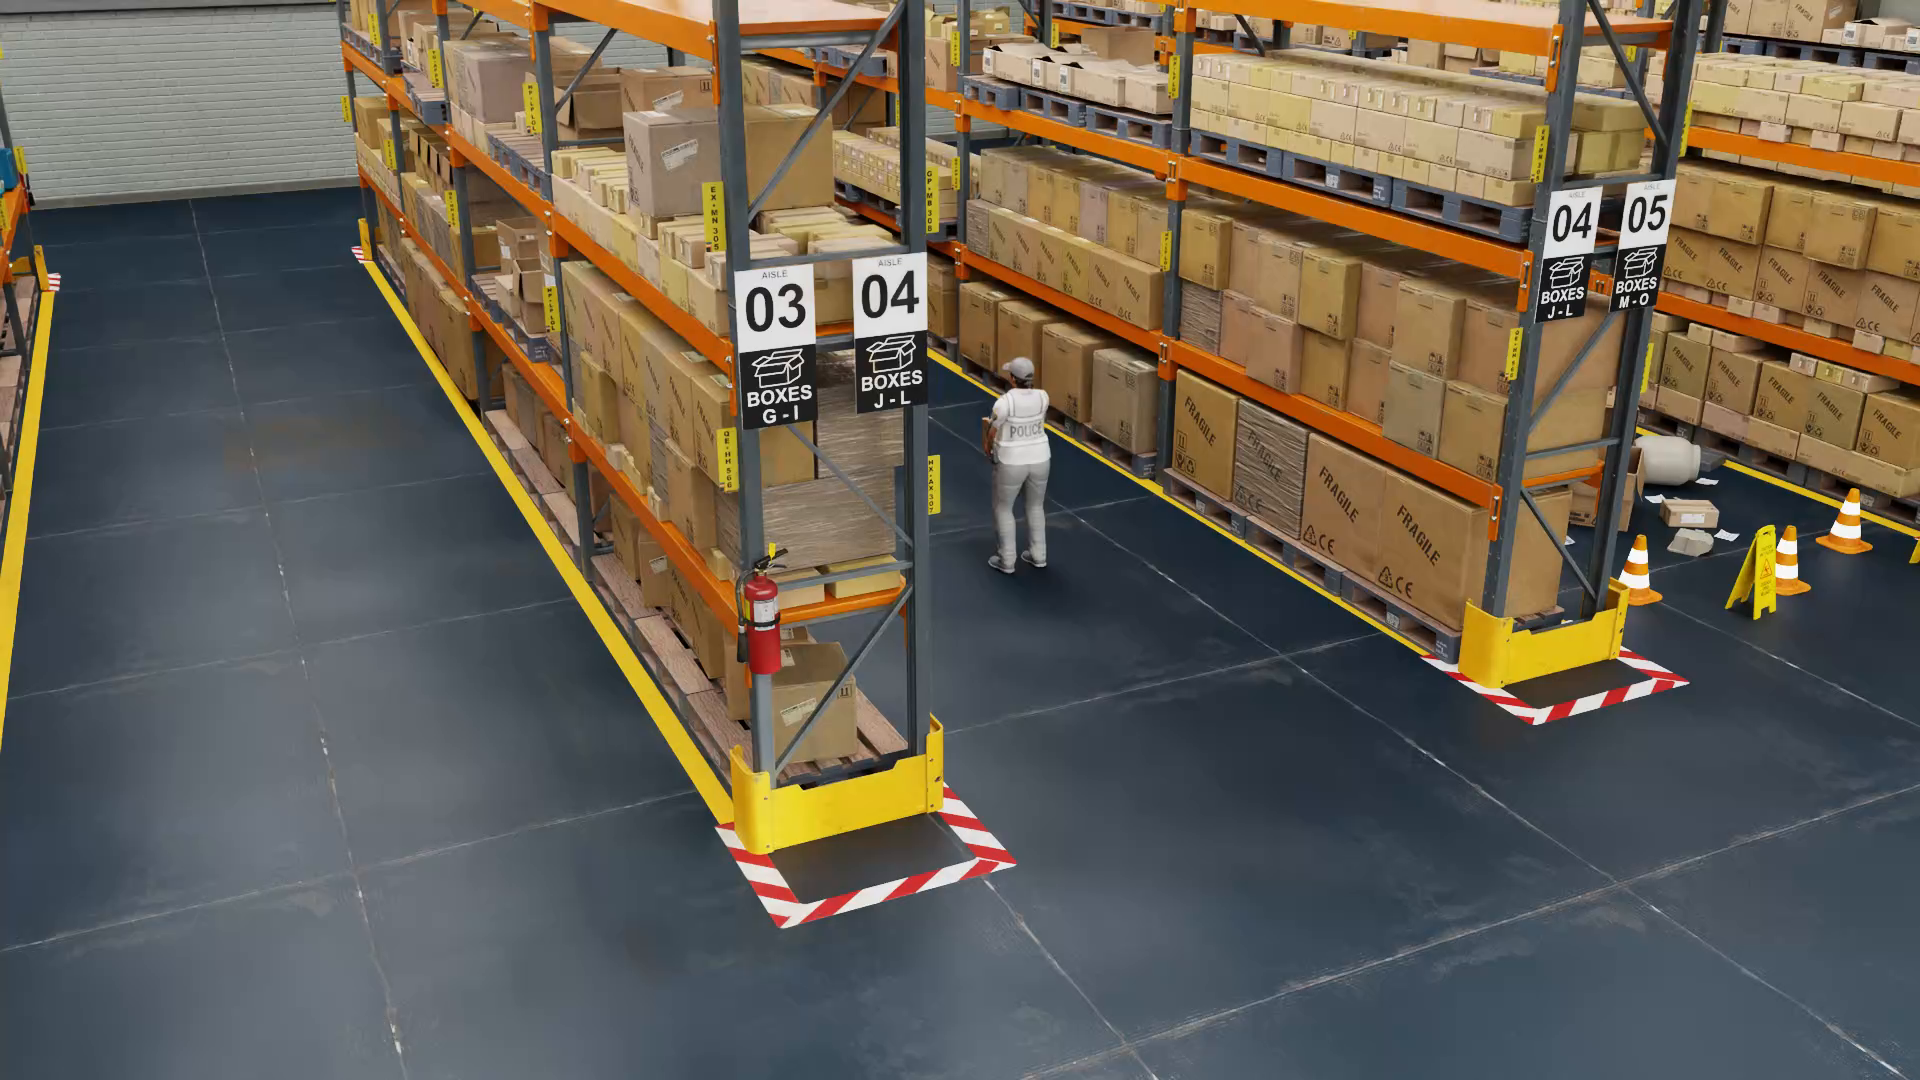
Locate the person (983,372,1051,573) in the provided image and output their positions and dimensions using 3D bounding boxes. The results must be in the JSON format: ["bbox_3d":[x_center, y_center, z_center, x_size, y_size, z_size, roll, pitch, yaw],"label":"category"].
[{"bbox_3d":[0.411,-0.580,12.446,0.452,1.645,0.545,-10,24,-24],"label":"person"}]
